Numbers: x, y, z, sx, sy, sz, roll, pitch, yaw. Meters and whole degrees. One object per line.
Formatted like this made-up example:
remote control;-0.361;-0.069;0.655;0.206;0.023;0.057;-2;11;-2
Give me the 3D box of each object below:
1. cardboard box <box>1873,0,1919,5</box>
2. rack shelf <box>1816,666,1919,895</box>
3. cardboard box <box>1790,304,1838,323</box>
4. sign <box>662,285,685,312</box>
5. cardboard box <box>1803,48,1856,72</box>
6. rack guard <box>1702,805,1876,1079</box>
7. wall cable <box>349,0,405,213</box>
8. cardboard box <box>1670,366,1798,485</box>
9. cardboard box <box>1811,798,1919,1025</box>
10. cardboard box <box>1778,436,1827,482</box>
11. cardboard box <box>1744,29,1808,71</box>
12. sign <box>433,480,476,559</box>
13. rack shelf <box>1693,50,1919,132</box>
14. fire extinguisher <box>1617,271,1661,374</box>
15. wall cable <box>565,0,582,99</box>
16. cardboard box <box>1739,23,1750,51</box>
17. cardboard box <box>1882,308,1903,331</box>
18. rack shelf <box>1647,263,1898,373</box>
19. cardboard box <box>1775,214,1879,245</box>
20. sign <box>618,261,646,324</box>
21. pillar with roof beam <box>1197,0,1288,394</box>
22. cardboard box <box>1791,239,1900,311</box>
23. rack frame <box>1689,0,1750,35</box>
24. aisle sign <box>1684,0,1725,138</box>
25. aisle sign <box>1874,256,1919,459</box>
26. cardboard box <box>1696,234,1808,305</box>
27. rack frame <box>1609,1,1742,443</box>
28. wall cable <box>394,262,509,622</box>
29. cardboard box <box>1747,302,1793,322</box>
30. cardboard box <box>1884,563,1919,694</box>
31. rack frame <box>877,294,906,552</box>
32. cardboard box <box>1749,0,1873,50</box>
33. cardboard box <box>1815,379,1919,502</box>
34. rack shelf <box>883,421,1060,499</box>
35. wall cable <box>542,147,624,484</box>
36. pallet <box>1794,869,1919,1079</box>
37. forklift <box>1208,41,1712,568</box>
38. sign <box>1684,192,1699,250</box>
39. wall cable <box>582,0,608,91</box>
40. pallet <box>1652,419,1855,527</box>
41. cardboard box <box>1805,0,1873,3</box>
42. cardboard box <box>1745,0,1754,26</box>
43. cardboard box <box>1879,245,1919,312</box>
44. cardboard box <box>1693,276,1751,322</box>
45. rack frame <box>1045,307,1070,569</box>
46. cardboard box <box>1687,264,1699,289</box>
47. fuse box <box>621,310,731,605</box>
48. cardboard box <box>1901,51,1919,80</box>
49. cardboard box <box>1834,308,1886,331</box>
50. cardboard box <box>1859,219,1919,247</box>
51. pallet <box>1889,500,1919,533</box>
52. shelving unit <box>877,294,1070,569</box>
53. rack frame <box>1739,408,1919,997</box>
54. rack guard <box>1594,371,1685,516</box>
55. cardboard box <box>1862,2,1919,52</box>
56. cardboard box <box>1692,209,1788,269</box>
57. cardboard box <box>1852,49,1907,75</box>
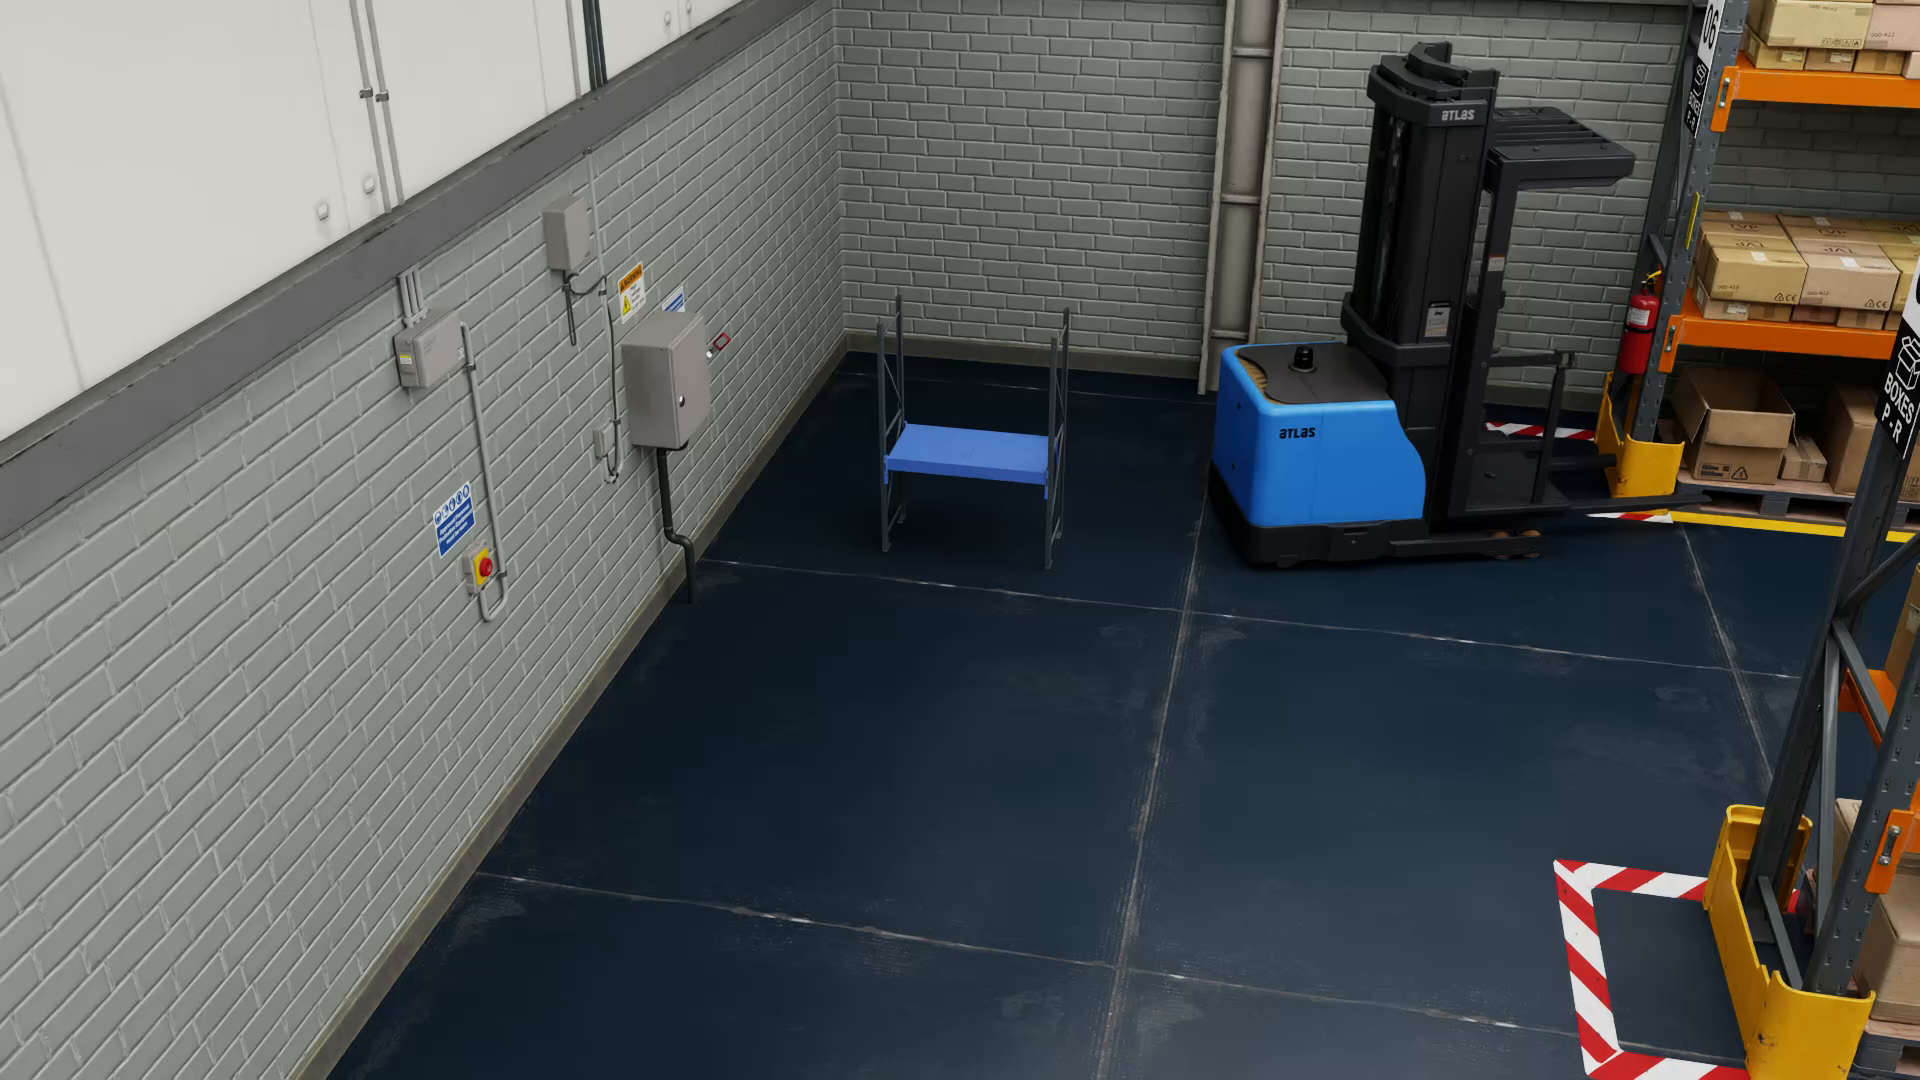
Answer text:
cardboard box;5.318;-3.142;9.230;0.500;0.250;0.500;6;29;10
rack shelf;5.366;1.083;6.060;4.000;0.370;1.077;6;29;11
cardboard box;5.230;-1.479;10.252;0.250;0.149;0.380;5;29;10
sign;-1.627;-1.171;9.526;0.001;0.494;0.329;6;29;11
cardboard box;4.968;-2.815;9.569;0.250;0.149;0.380;6;29;11
rack guard;3.387;1.661;6.858;0.348;0.500;1.175;6;29;11
wall cable;-2.211;-2.503;5.613;0.029;3.000;0.463;6;29;11
cardboard box;5.021;-0.748;10.817;0.637;0.503;0.797;5;29;9
cardboard box;4.077;1.525;6.733;0.875;0.438;0.875;5;29;9
cardboard box;5.429;-0.532;10.791;0.250;0.149;0.380;5;29;9
cardboard box;4.706;-2.829;9.594;0.250;0.149;0.380;6;29;12
sign;-2.179;-0.090;7.171;0.001;0.218;0.327;6;29;11
rack shelf;6.399;-2.564;9.598;4.000;0.370;1.077;6;29;11
fire extinguisher;4.203;-1.365;10.251;0.183;0.674;0.296;6;29;11
wall cable;-2.052;-2.856;6.258;0.029;3.000;2.355;6;29;11
cardboard box;4.804;-3.047;9.992;0.250;0.149;0.380;7;29;12
cardboard box;5.725;-1.401;10.109;0.250;0.149;0.380;6;29;11
rack shelf;6.399;-1.249;10.318;4.000;0.370;1.077;6;29;11
cardboard box;5.452;-1.856;10.525;0.500;0.250;0.500;6;29;11
sign;-1.742;-1.317;8.834;0.001;0.242;0.339;6;29;11
pillar with roof beam;1.095;-3.068;6.646;0.400;9.000;9.100;6;29;11
cardboard box;5.324;-1.607;10.070;0.500;0.250;0.500;6;29;11
rack frame;4.443;-4.396;9.071;0.127;3.000;1.000;6;29;11
aisle sign;4.315;-2.774;9.648;0.004;0.787;0.394;6;29;11
aisle sign;3.405;-0.726;5.908;0.004;0.787;0.394;6;29;11
cardboard box;4.831;-1.657;10.162;0.500;0.250;0.500;6;29;11
rack frame;4.443;-1.765;10.512;0.127;3.000;1.000;6;29;11
wall cable;-2.109;-0.447;7.015;0.123;1.953;0.585;6;29;11
cardboard box;4.966;-1.489;10.270;0.250;0.149;0.380;7;29;12
cardboard box;3.937;0.447;6.368;0.500;0.500;0.500;6;29;11
rack frame;-0.414;-0.700;10.129;0.032;1.500;0.500;6;29;11
cardboard box;4.820;-2.972;9.441;0.500;0.250;0.500;6;29;10
cardboard box;5.849;-0.643;10.628;0.500;0.500;0.700;7;29;13
rack shelf;0.083;-0.492;10.123;1.000;0.185;0.538;6;29;11
wall cable;-1.824;-1.101;8.241;0.122;1.984;0.588;6;29;11
pallet;4.208;1.833;6.844;1.213;0.211;1.003;6;29;11
forklift;3.169;-1.415;9.944;3.031;2.935;1.130;-3;29;-6
sign;4.330;-1.890;9.839;0.005;0.325;0.100;6;29;11
wall cable;-1.433;-4.177;8.631;0.133;3.039;2.988;6;29;11
pallet;5.297;-0.454;11.023;1.213;0.211;1.003;6;29;11
cardboard box;4.825;-3.202;9.340;0.500;0.250;0.500;6;29;10
cardboard box;4.935;-3.228;9.908;0.500;0.250;0.500;5;29;10
cardboard box;5.820;-1.558;9.980;0.500;0.250;0.500;5;29;10
cardboard box;4.707;-1.493;10.277;0.250;0.149;0.380;6;29;10
rack frame;0.581;-0.598;9.943;0.032;1.500;0.500;6;29;11
cardboard box;4.823;-1.747;10.742;0.250;0.149;0.380;6;29;10
fuse box;-1.528;-0.395;9.351;0.414;1.711;0.539;6;29;11
cardboard box;5.438;-2.708;9.373;0.250;0.149;0.380;6;29;12
cardboard box;5.464;-1.425;10.153;0.250;0.149;0.380;7;29;12
cardboard box;5.936;-1.804;10.430;0.500;0.250;0.500;7;29;12
pallet;6.487;-0.331;10.797;1.213;0.211;1.003;6;29;11
shelving unit;0.083;-0.649;10.036;1.048;1.500;0.538;6;29;11
rack frame;3.410;0.567;6.253;0.127;3.000;1.000;6;29;11
rack guard;4.517;-0.661;11.098;0.348;0.500;1.175;6;29;11
cardboard box;5.321;-2.931;9.365;0.500;0.250;0.500;6;29;12
cardboard box;4.948;-1.908;10.620;0.500;0.250;0.500;7;29;12
cardboard box;5.215;-2.781;9.507;0.250;0.149;0.380;6;29;11
